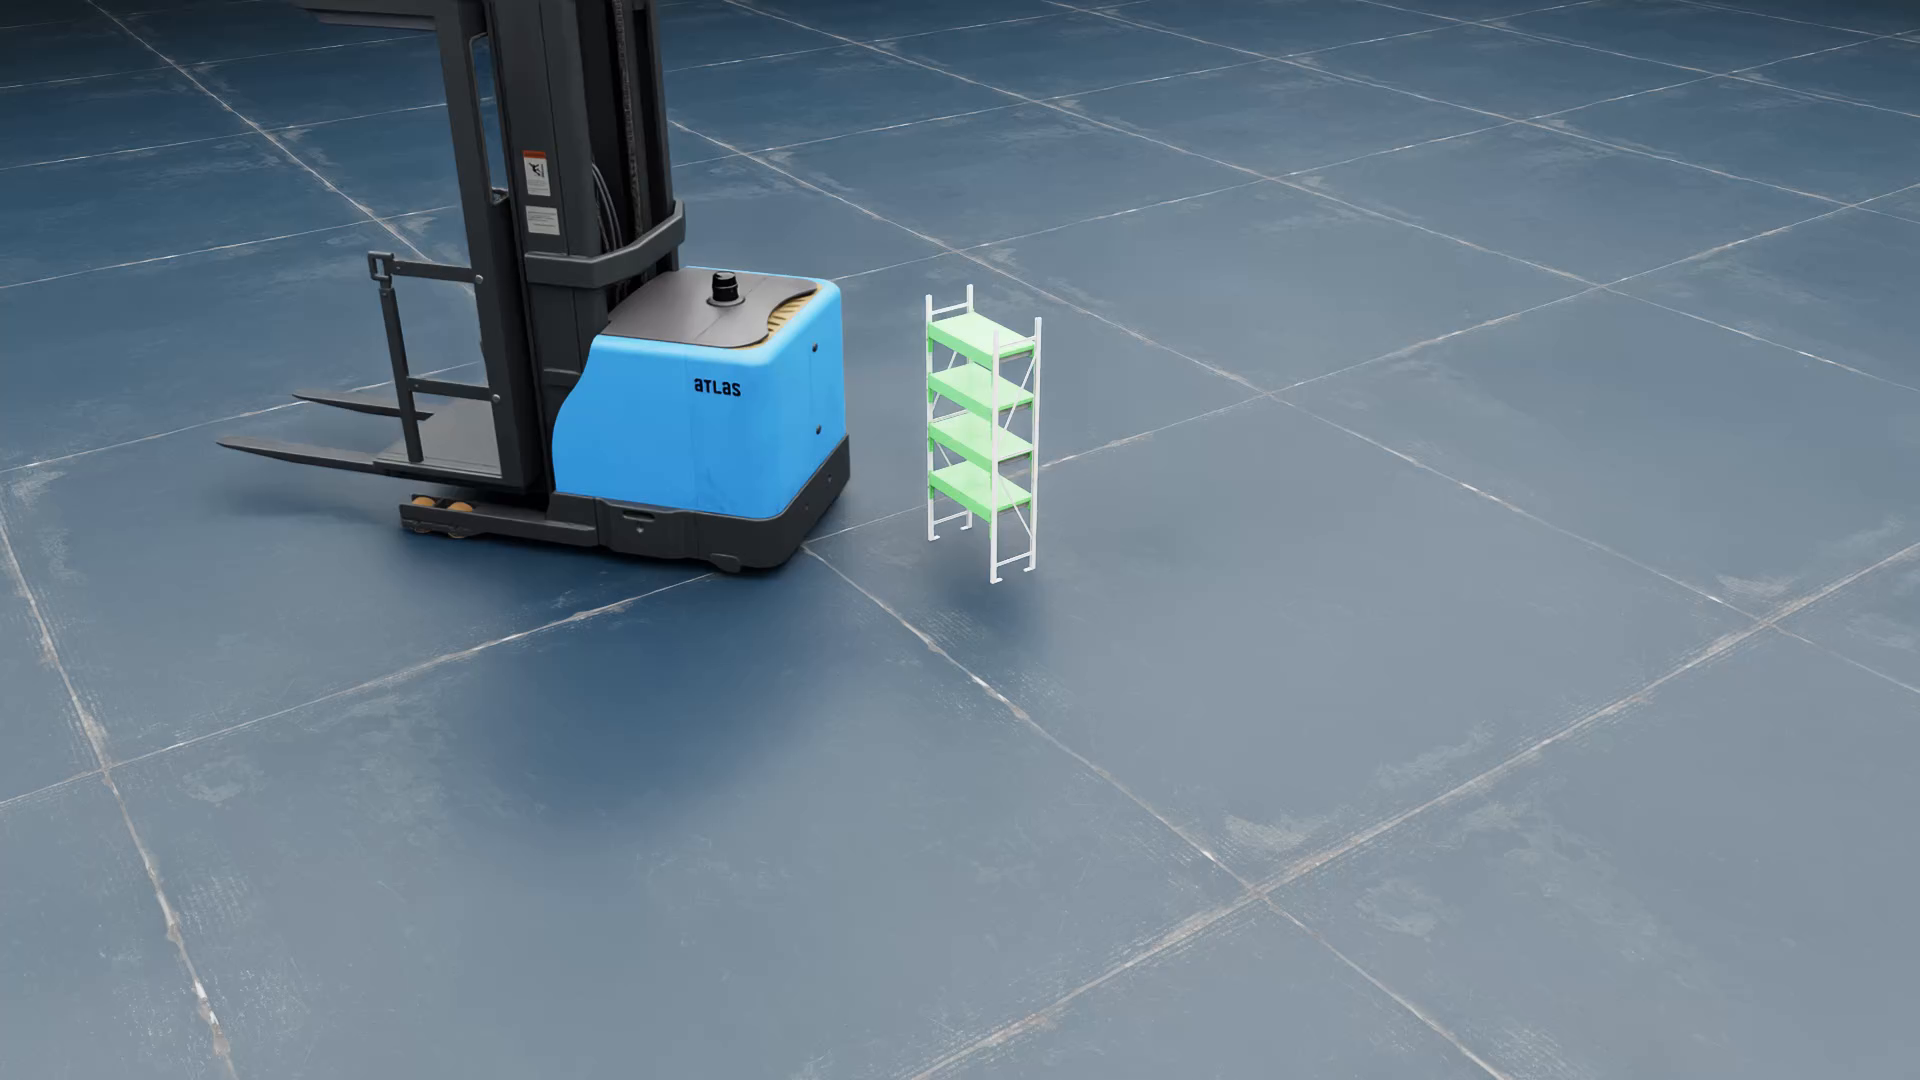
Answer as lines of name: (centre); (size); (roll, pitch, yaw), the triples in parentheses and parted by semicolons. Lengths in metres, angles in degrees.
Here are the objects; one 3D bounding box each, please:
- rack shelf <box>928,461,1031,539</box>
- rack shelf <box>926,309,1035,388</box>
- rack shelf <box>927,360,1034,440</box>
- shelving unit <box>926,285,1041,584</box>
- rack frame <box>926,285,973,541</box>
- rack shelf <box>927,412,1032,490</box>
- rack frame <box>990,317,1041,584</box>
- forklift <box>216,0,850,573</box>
rack shelf: (0.096, -0.196, 7.490); (0.258, 0.148, 0.480); (-19, 34, -31)
rack shelf: (0.096, -0.829, 7.147); (0.258, 0.148, 0.480); (-19, 34, -31)
rack shelf: (0.096, -0.618, 7.261); (0.258, 0.148, 0.480); (-19, 34, -31)
shelving unit: (0.096, -0.463, 7.345); (0.258, 1.200, 0.503); (-19, 34, -31)
rack frame: (-0.046, -0.558, 7.520); (0.240, 1.200, 0.015); (-19, 34, -31)
rack shelf: (0.096, -0.407, 7.376); (0.258, 0.148, 0.480); (-19, 34, -31)
rack frame: (0.238, -0.368, 7.170); (0.240, 1.200, 0.015); (-19, 34, -31)
forklift: (-2.114, -1.527, 7.490); (3.031, 2.935, 1.130); (8, 29, 14)
